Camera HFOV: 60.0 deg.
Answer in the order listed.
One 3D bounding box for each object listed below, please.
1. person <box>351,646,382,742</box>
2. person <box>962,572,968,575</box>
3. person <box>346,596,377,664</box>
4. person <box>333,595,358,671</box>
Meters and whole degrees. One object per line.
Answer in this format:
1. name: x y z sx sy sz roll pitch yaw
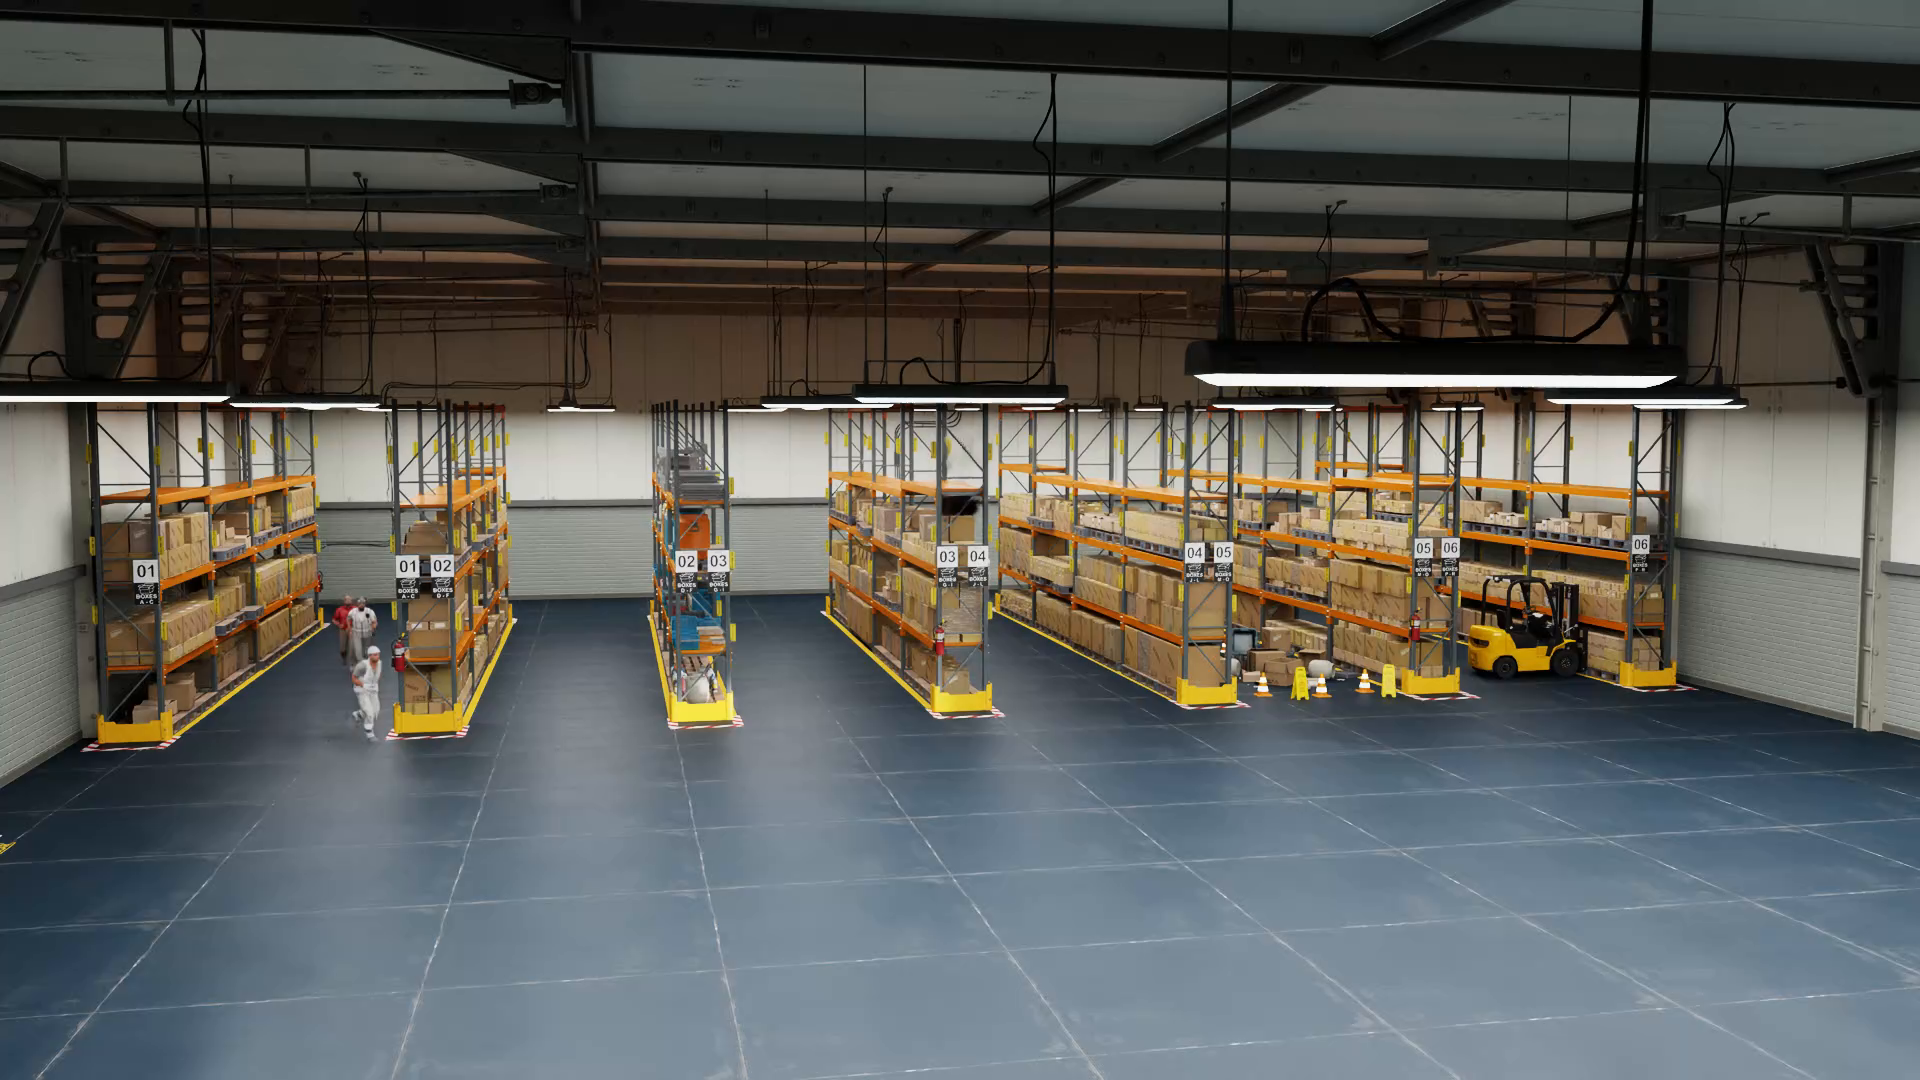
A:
1. person: -10.419 2.692 29.144 0.814 1.712 0.655 3 5 35
2. person: 0.109 1.316 47.191 0.600 1.692 0.679 0 4 -4
3. person: -13.149 2.106 36.568 0.645 1.763 0.835 -2 5 -21
4. person: -13.685 2.073 37.239 0.674 1.682 0.782 -2 5 -21
